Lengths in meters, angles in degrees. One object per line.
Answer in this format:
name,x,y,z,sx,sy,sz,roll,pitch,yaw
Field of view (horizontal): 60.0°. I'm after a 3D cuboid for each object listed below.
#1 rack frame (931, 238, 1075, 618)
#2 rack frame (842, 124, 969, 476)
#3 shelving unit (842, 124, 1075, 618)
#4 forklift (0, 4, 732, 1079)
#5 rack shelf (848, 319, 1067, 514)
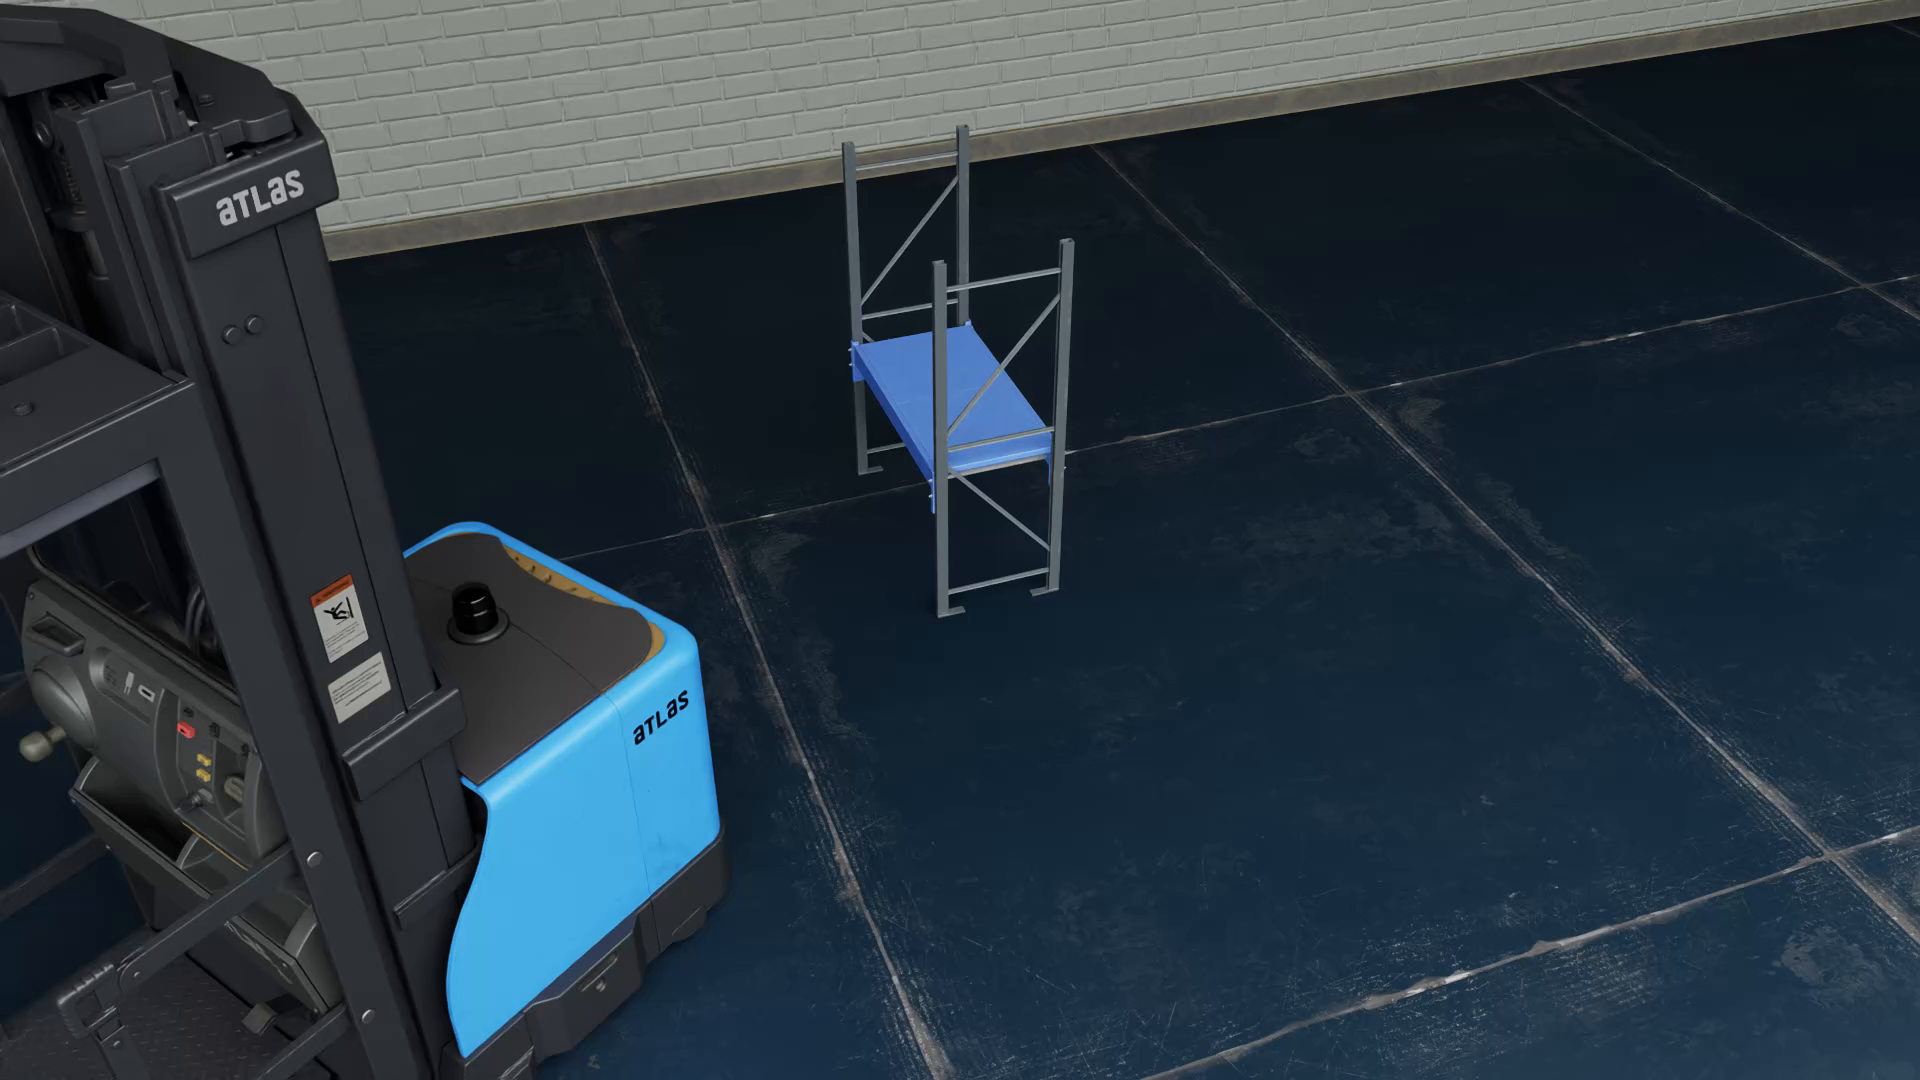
rack frame,0.146,-0.360,5.981,0.500,1.500,0.032,-12,39,-16
rack frame,-0.204,-0.934,6.744,0.500,1.500,0.032,-12,39,-16
shelving unit,-0.029,-0.647,6.363,0.538,1.500,1.048,-12,39,-16
forklift,-1.993,0.491,3.662,1.130,2.935,3.031,24,43,28
rack shelf,-0.029,-0.504,6.471,0.538,0.185,1.000,-12,39,-16
